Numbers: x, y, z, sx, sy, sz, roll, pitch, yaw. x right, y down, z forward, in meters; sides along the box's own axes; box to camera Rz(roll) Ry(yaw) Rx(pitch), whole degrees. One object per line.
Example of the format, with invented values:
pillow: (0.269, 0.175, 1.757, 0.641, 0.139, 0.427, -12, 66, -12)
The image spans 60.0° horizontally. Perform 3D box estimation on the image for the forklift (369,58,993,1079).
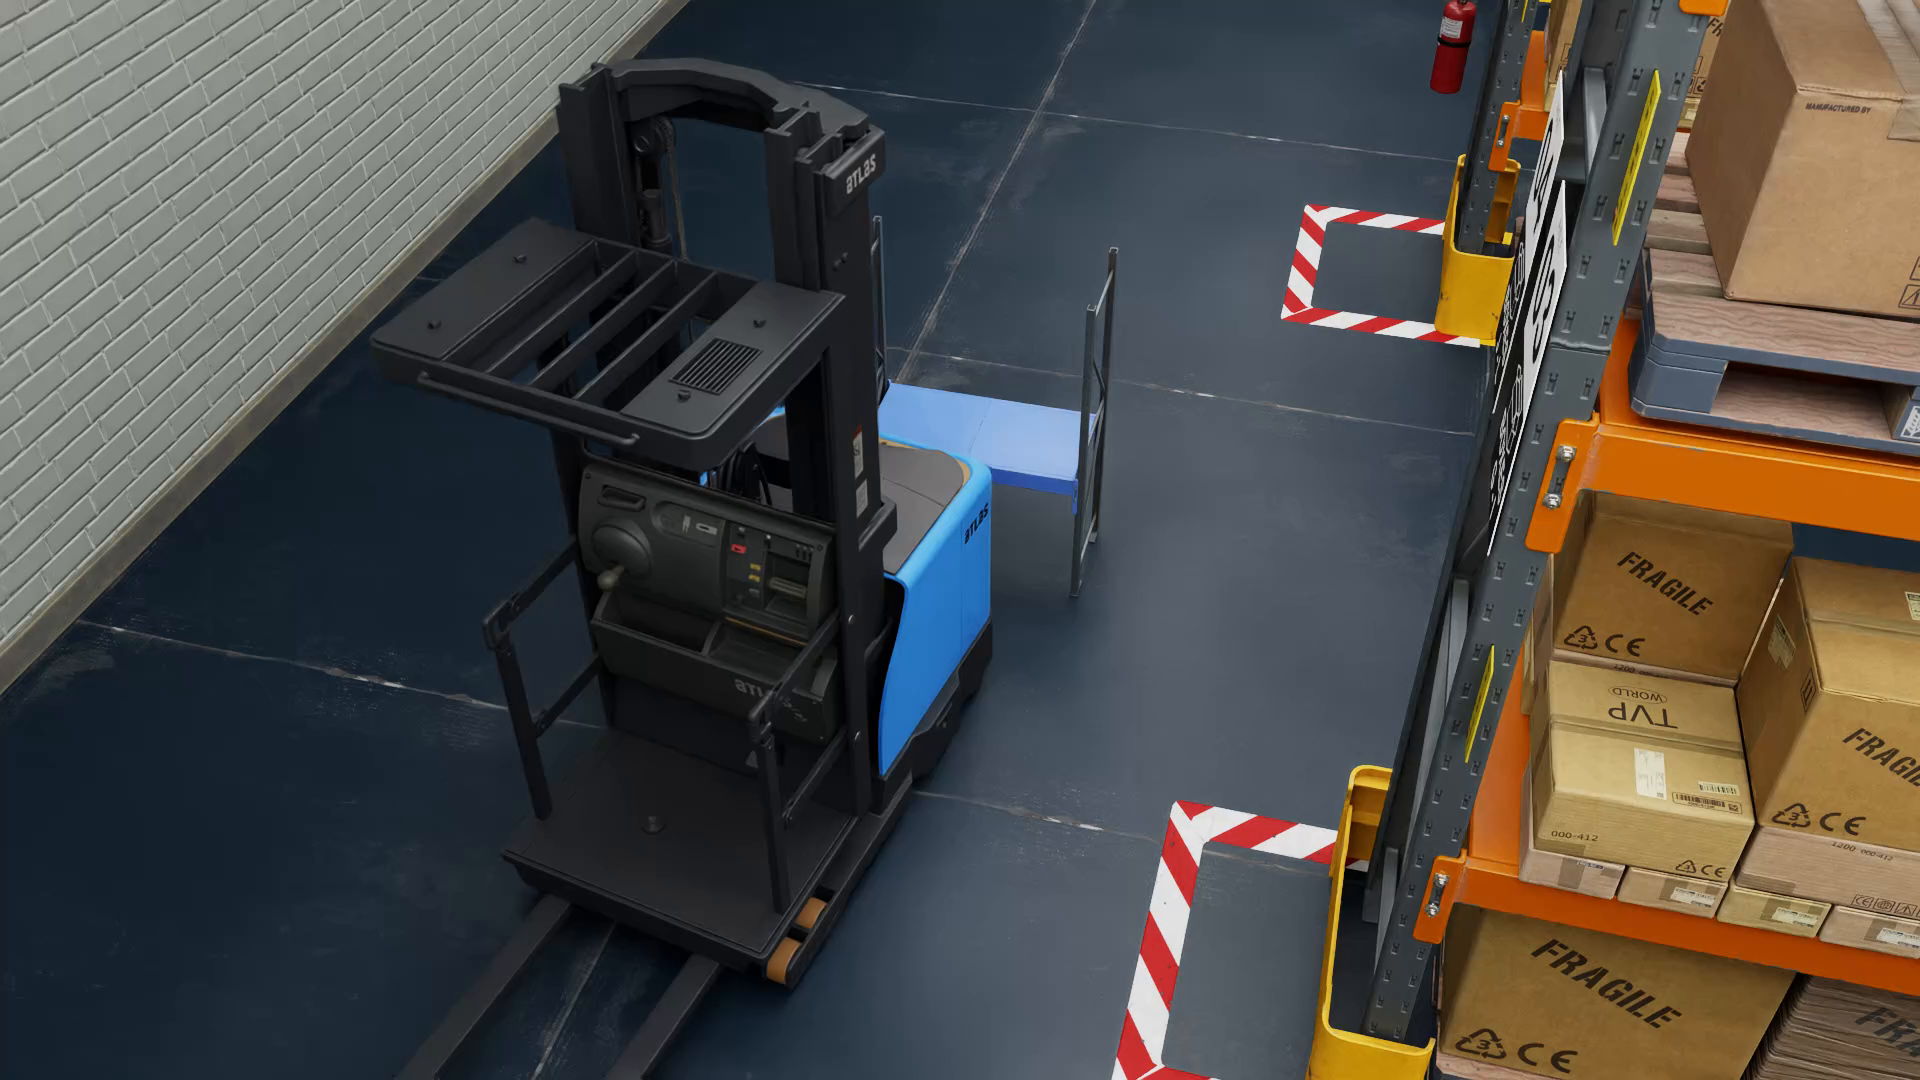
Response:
forklift: (-0.942, 0.124, 5.323, 1.130, 2.935, 3.031, 17, 43, 19)

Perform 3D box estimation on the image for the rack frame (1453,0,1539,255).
rack frame: (2.837, -2.631, 8.550, 0.127, 3.000, 1.000, 10, 41, 11)

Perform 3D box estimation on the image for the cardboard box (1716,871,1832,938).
cardboard box: (2.210, 0.878, 4.568, 0.250, 0.149, 0.380, 9, 41, 10)

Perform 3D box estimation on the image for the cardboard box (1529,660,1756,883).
cardboard box: (1.851, 0.625, 4.559, 0.500, 0.250, 0.500, 9, 41, 10)

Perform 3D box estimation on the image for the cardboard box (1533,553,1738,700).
cardboard box: (1.994, 0.293, 4.954, 0.500, 0.250, 0.500, 9, 41, 11)

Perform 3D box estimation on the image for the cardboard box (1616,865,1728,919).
cardboard box: (1.963, 0.836, 4.618, 0.250, 0.149, 0.380, 9, 41, 11)

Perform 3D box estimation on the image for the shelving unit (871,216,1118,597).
shelving unit: (0.082, -0.560, 7.251, 1.048, 1.500, 0.538, 10, 41, 11)

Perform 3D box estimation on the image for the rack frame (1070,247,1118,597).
rack frame: (0.573, -0.476, 7.150, 0.032, 1.500, 0.500, 10, 41, 11)

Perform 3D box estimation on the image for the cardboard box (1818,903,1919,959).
cardboard box: (2.463, 0.921, 4.517, 0.250, 0.149, 0.380, 9, 41, 11)

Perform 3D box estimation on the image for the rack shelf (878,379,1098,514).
rack shelf: (0.082, -0.422, 7.366, 1.000, 0.185, 0.538, 10, 41, 11)

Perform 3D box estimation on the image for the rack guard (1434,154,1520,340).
rack guard: (2.910, -1.661, 9.339, 0.348, 0.500, 1.175, 10, 41, 11)

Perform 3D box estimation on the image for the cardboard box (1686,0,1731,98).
cardboard box: (3.723, -2.464, 8.042, 0.500, 0.500, 0.500, 10, 41, 12)

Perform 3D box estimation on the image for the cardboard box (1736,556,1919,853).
cardboard box: (2.334, 0.421, 4.219, 0.500, 0.500, 0.500, 9, 41, 10)

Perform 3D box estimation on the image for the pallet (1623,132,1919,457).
pallet: (2.176, -0.564, 3.826, 1.213, 0.211, 1.003, 10, 41, 11)

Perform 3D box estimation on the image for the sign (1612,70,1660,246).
sign: (1.308, -0.736, 3.221, 0.005, 0.325, 0.100, 10, 41, 11)

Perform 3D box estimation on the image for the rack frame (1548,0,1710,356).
rack frame: (1.457, -1.864, 2.972, 0.127, 3.000, 1.000, 10, 41, 11)

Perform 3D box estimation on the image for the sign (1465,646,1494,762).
sign: (1.308, 0.416, 4.188, 0.005, 0.325, 0.100, 10, 41, 11)

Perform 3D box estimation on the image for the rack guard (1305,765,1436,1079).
rack guard: (1.434, 1.387, 5.710, 0.348, 0.500, 1.175, 10, 41, 11)

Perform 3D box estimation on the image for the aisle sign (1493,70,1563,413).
aisle sign: (1.465, -0.760, 4.301, 0.004, 0.787, 0.394, 10, 41, 11)

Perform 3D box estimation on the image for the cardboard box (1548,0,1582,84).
cardboard box: (3.199, -2.537, 8.129, 0.500, 0.500, 0.500, 12, 41, 13)

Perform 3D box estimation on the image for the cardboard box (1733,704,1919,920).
cardboard box: (2.355, 0.707, 4.461, 0.500, 0.250, 0.500, 9, 41, 11)

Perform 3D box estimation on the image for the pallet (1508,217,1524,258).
pallet: (3.686, -1.394, 9.245, 1.213, 0.211, 1.003, 10, 41, 11)

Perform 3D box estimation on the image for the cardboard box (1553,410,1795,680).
cardboard box: (1.996, 0.008, 4.711, 0.500, 0.500, 0.500, 10, 41, 12)

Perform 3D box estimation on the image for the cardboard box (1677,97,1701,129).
cardboard box: (3.568, -2.183, 8.212, 0.250, 0.149, 0.380, 9, 41, 10)

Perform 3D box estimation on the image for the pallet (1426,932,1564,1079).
pallet: (2.250, 1.586, 5.698, 1.213, 0.211, 1.003, 10, 41, 11)

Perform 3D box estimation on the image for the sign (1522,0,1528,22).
sign: (2.697, -2.625, 7.871, 0.005, 0.325, 0.100, 10, 41, 11)

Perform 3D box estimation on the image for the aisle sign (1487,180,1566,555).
aisle sign: (1.310, -0.388, 3.858, 0.004, 0.787, 0.394, 10, 41, 11)

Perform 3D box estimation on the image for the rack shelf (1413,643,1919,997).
rack shelf: (3.389, 1.042, 4.737, 4.000, 0.370, 1.077, 10, 41, 11)

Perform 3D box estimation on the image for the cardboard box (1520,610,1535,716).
cardboard box: (1.886, 0.384, 5.155, 0.250, 0.149, 0.380, 11, 41, 12)

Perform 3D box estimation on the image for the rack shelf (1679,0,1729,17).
rack shelf: (3.389, -1.103, 2.936, 4.000, 0.370, 1.077, 10, 41, 11)

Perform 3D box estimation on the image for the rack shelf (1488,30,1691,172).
rack shelf: (4.769, -2.023, 8.386, 4.000, 0.370, 1.077, 10, 41, 11)

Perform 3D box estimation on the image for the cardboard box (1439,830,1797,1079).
cardboard box: (2.096, 1.143, 5.382, 0.875, 0.875, 0.875, 10, 41, 11)

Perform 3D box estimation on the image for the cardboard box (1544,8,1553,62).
cardboard box: (3.225, -2.656, 8.776, 0.250, 0.149, 0.380, 10, 41, 11)

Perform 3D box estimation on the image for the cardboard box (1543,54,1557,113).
cardboard box: (3.065, -2.277, 8.325, 0.250, 0.149, 0.380, 9, 41, 11)

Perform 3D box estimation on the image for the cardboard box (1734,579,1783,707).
cardboard box: (2.484, 0.378, 4.853, 0.500, 0.250, 0.500, 9, 41, 11)

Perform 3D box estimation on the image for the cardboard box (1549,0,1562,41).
cardboard box: (3.338, -2.868, 8.524, 0.500, 0.500, 0.500, 11, 41, 12)

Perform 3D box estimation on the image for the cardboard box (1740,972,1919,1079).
cardboard box: (2.975, 1.294, 5.202, 0.875, 0.875, 0.875, 10, 41, 11)

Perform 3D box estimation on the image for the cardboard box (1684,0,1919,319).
cardboard box: (1.973, -0.899, 3.674, 0.500, 0.500, 0.700, 7, 41, 9)

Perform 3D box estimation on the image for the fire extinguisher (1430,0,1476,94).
fire extinguisher: (2.713, -2.787, 9.086, 0.183, 0.674, 0.296, 10, 41, 11)

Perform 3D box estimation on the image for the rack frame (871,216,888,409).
rack frame: (-0.409, -0.645, 7.351, 0.032, 1.500, 0.500, 10, 41, 11)

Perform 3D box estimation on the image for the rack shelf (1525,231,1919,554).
rack shelf: (3.389, -0.107, 3.772, 4.000, 0.370, 1.077, 10, 41, 11)

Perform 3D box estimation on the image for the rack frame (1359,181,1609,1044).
rack frame: (1.457, 0.434, 4.901, 0.127, 3.000, 1.000, 10, 41, 11)

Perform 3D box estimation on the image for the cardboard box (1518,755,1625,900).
cardboard box: (1.715, 0.794, 4.668, 0.250, 0.149, 0.380, 10, 41, 12)
